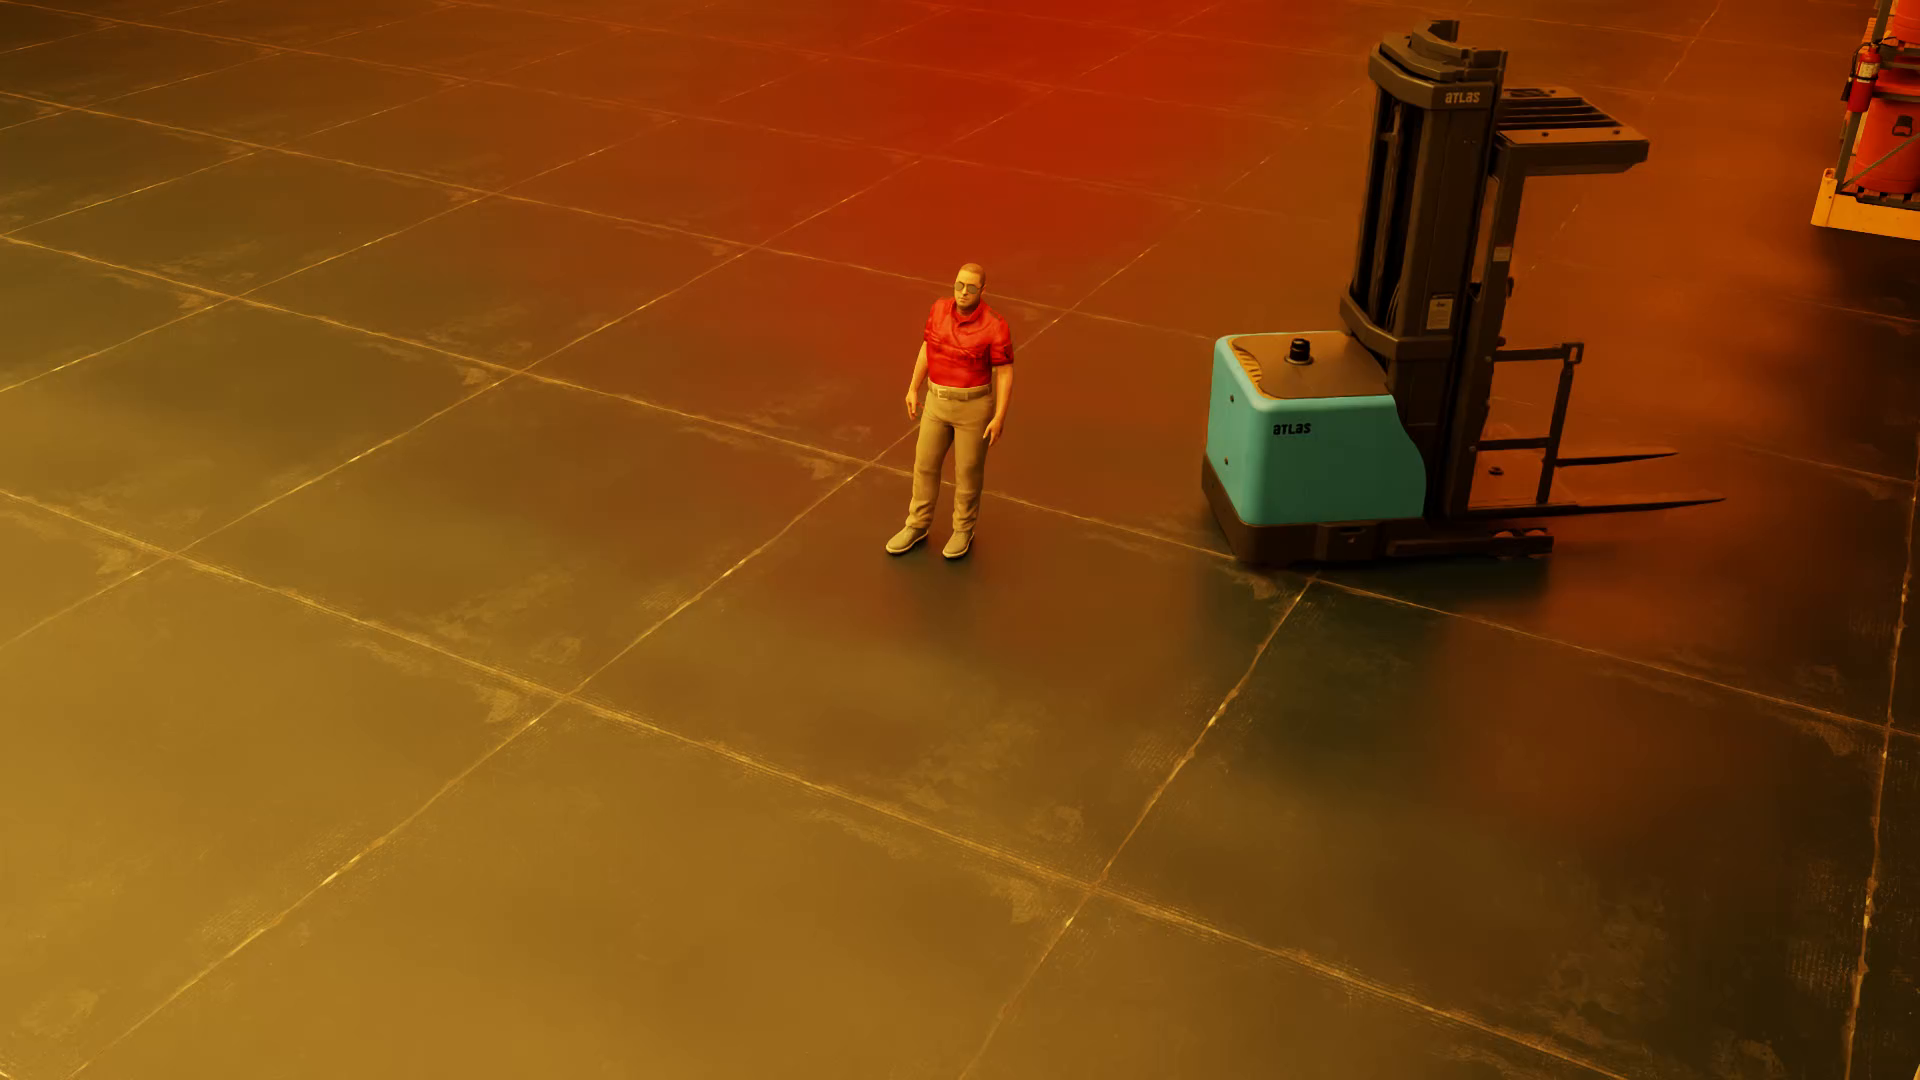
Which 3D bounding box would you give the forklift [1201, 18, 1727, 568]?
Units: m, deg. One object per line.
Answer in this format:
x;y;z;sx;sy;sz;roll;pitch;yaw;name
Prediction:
3.067;-1.412;9.516;3.031;2.935;1.130;-3;30;-5;forklift

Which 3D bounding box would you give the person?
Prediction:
-0.054;-0.719;9.504;0.640;1.727;0.551;15;33;25;person
